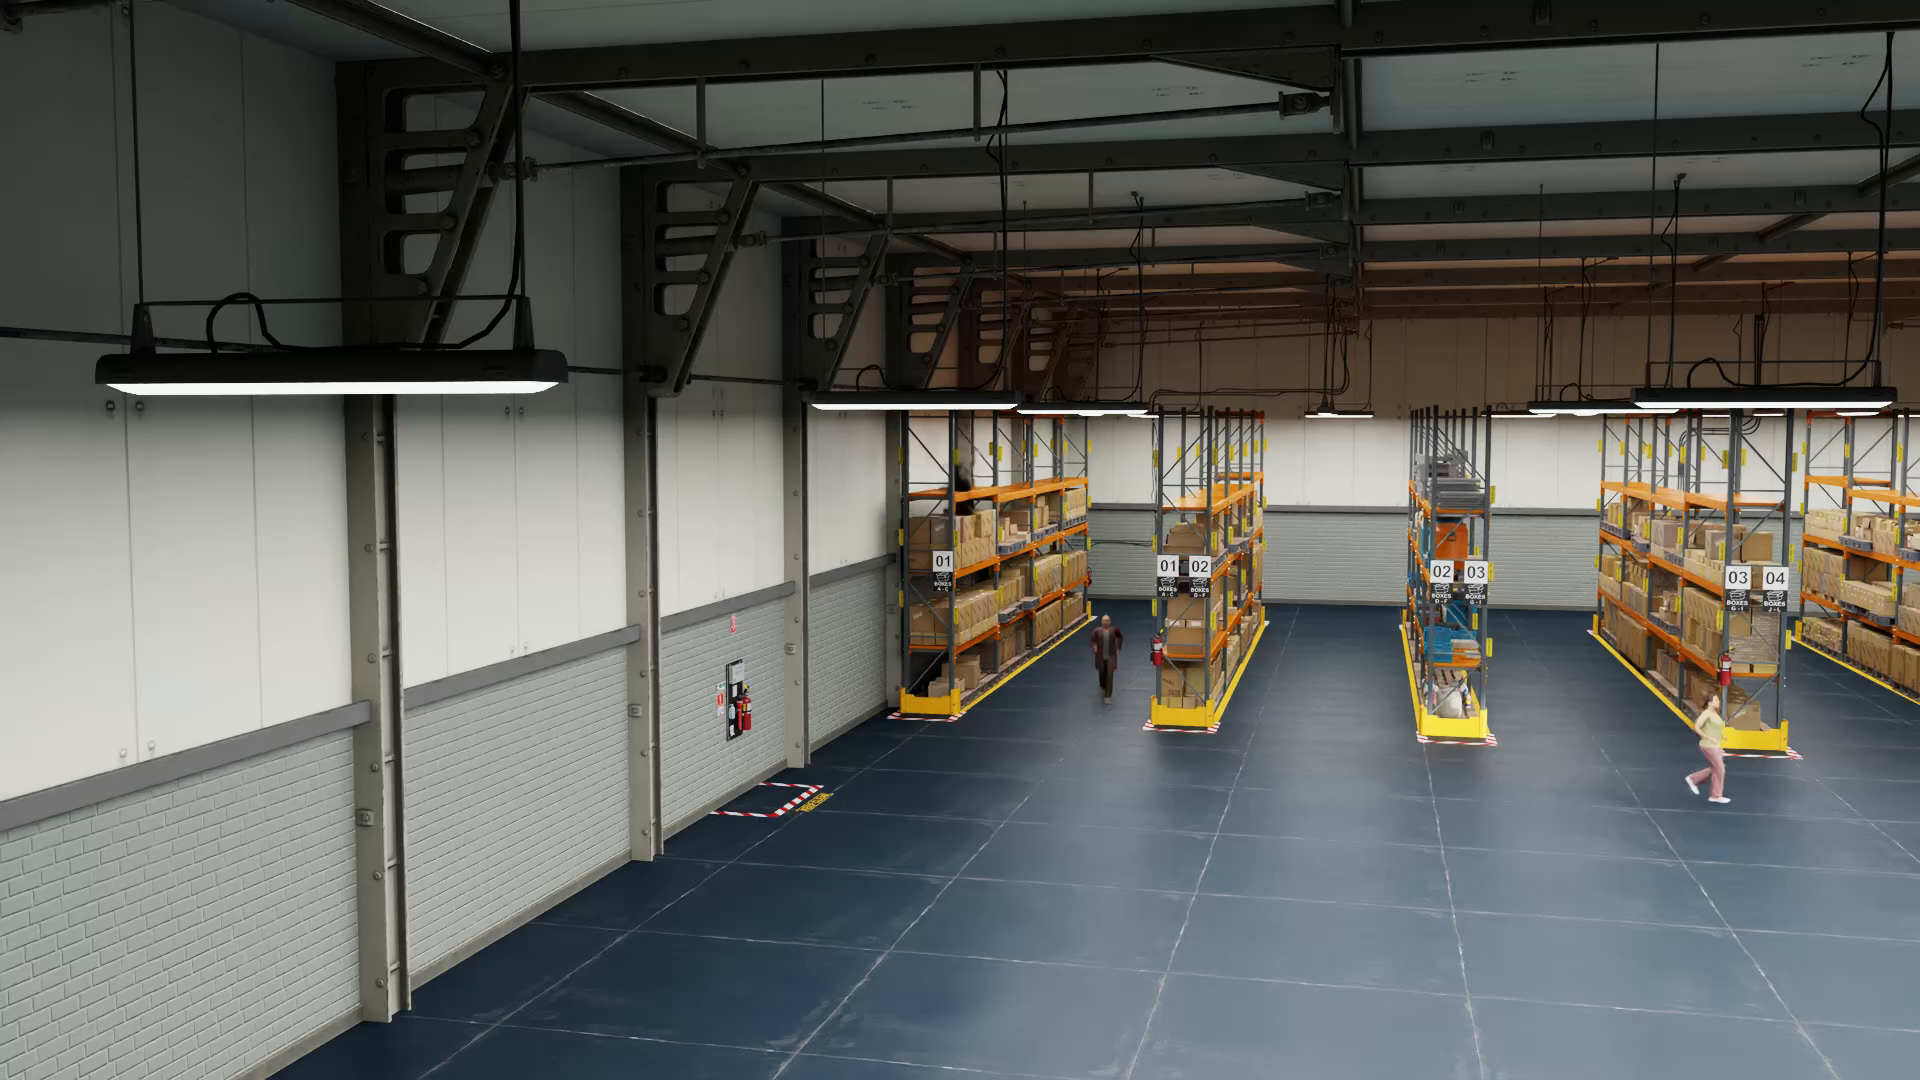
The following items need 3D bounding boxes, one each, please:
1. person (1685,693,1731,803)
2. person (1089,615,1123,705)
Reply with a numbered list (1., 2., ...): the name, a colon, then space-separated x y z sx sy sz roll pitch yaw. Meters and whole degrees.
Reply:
1. person: 11.265 3.106 25.023 0.676 1.639 0.605 4 6 42
2. person: 2.977 2.399 33.903 0.690 1.771 1.042 1 4 8
